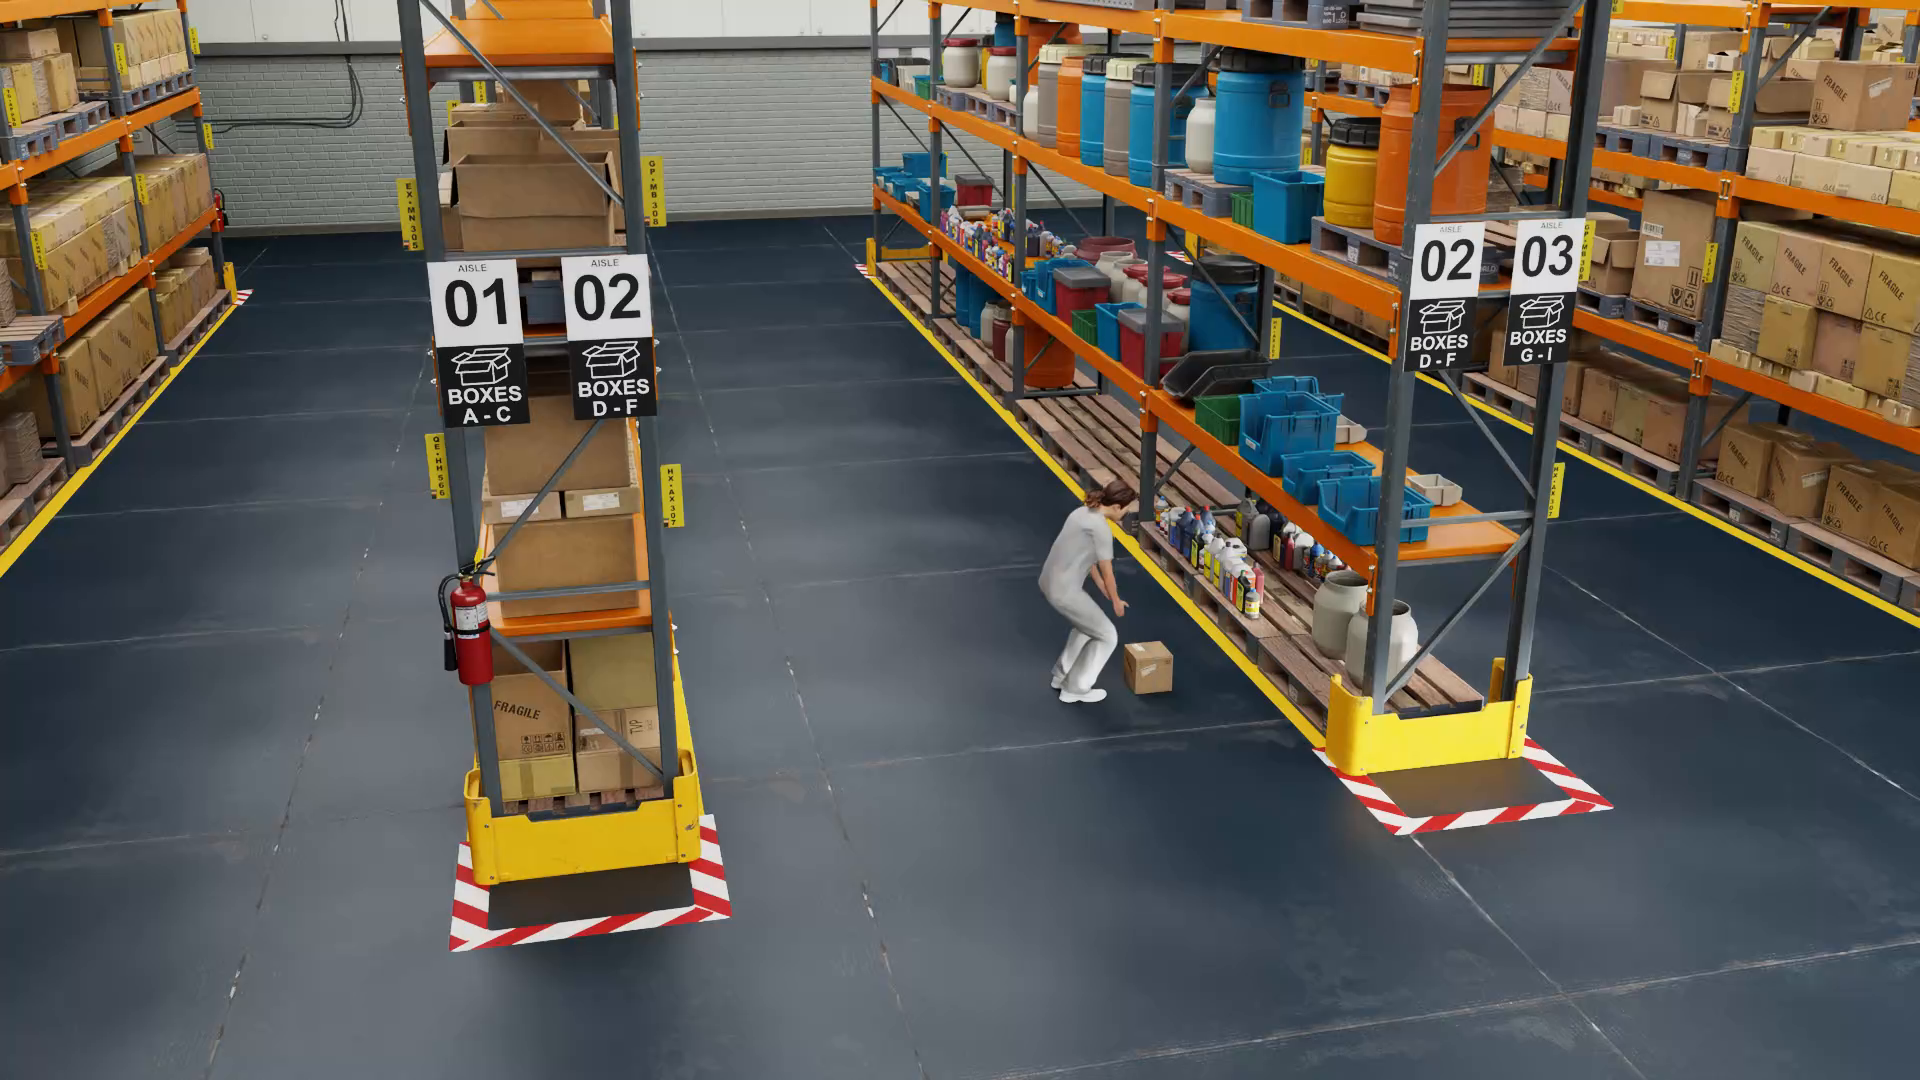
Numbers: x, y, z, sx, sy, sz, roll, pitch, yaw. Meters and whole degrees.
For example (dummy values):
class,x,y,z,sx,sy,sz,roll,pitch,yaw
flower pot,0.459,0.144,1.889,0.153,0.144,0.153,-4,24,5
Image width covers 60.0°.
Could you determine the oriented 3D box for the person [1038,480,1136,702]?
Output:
class,x,y,z,sx,sy,sz,roll,pitch,yaw
person,0.802,0.310,10.599,0.616,1.417,0.490,-4,20,-12
